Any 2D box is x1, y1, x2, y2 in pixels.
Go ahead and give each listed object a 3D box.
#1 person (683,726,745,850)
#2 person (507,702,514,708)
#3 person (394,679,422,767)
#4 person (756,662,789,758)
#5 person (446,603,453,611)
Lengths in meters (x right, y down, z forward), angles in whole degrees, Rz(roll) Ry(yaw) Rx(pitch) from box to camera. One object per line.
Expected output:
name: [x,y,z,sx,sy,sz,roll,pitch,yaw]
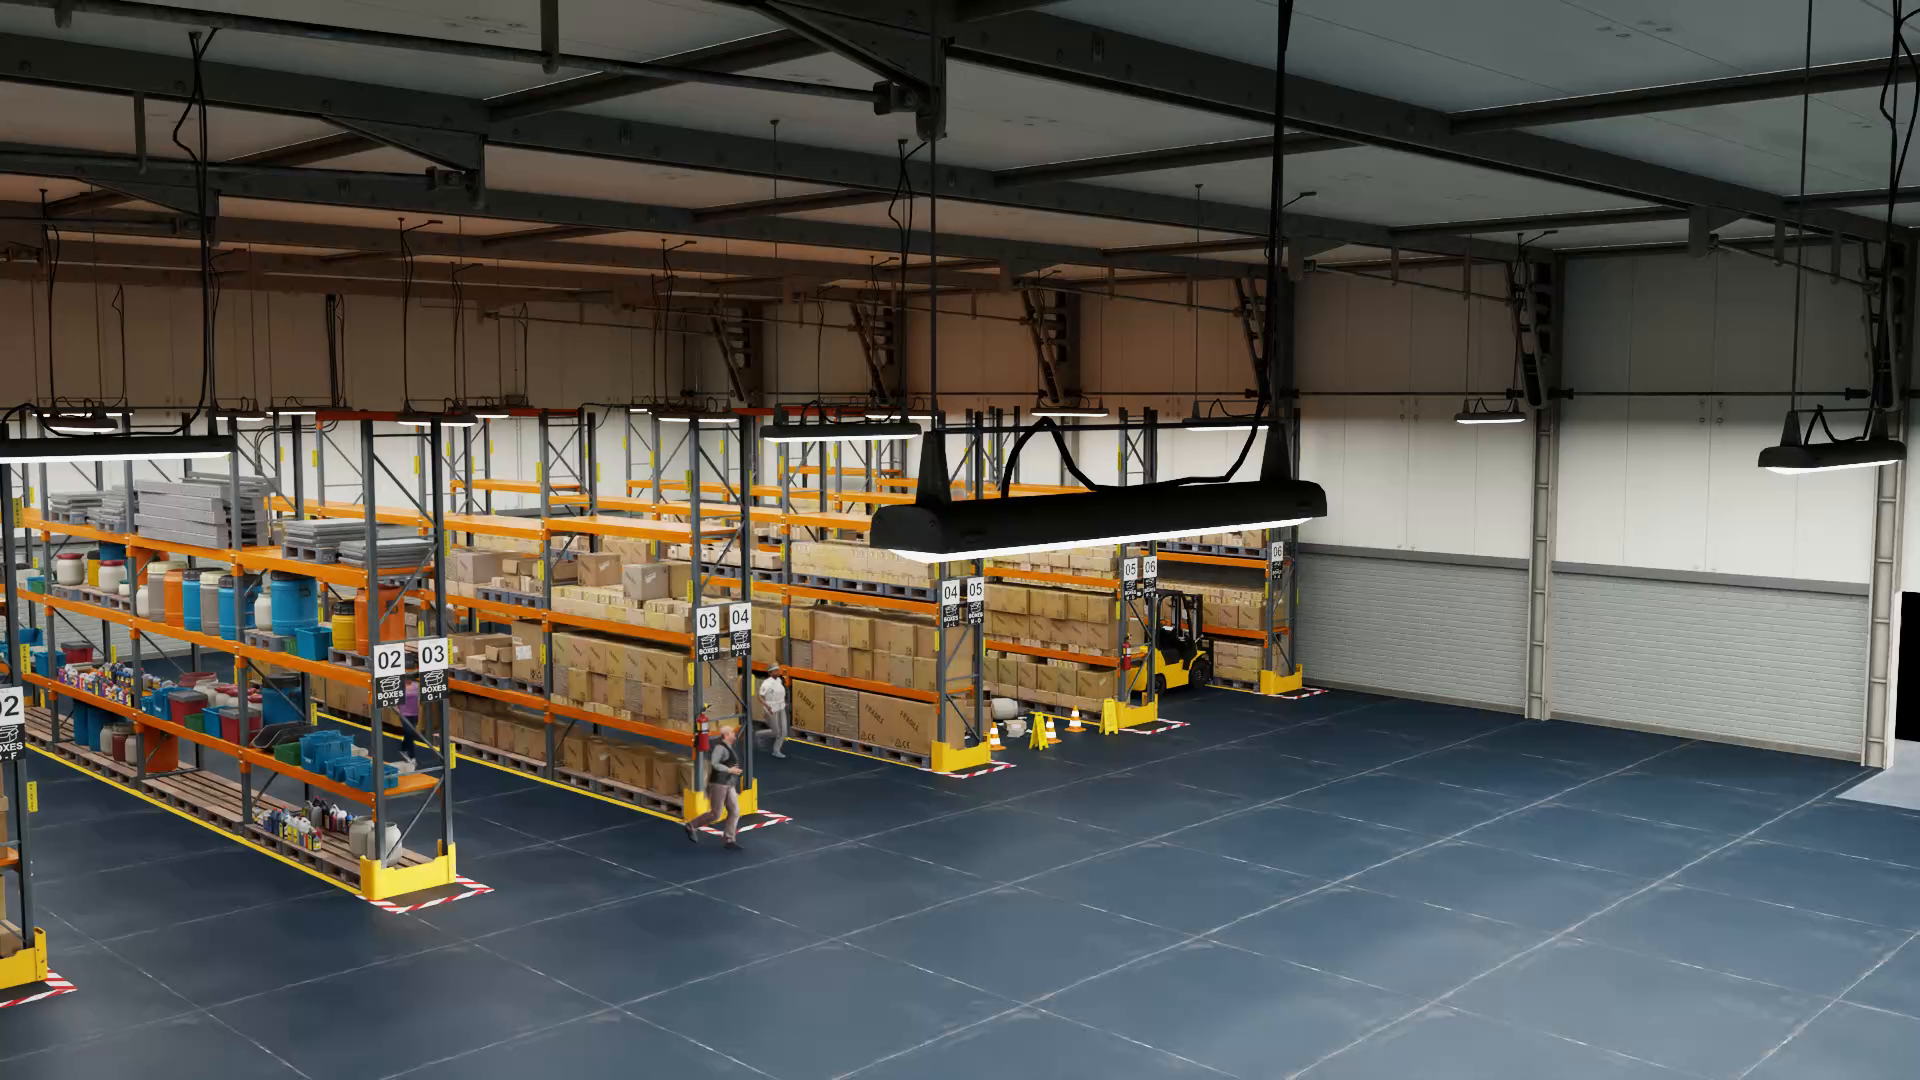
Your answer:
person: [-3.353,3.442,23.291,0.896,1.678,0.693,1,5,15]
person: [-8.895,2.656,32.396,0.669,1.640,0.571,4,7,41]
person: [-9.419,3.018,28.367,0.664,1.644,0.544,4,7,41]
person: [-3.265,2.948,28.993,0.592,1.663,0.581,4,7,39]
person: [-12.312,1.992,39.888,0.609,1.700,0.841,2,6,25]
